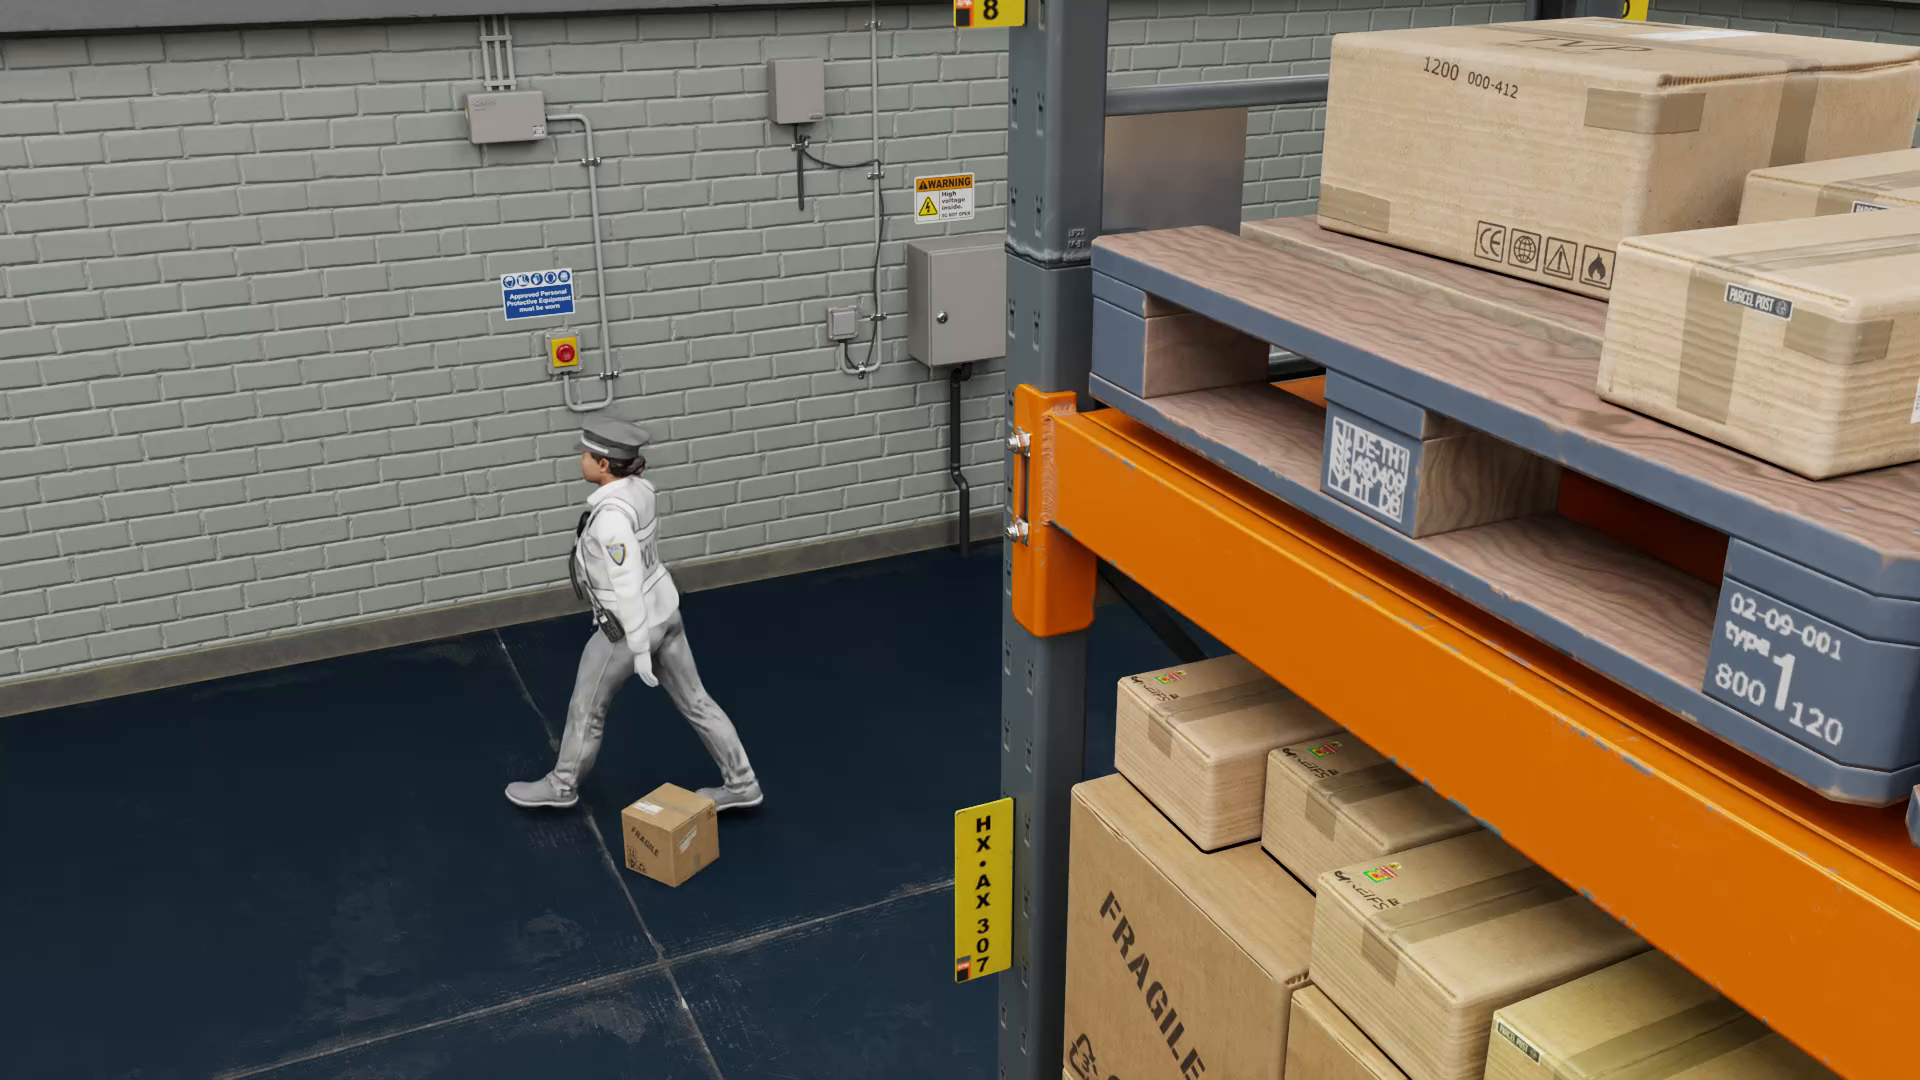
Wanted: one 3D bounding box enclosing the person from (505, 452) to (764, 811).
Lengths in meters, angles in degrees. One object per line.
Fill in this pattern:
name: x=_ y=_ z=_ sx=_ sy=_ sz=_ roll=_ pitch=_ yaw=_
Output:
person: x=-1.280 y=0.305 z=6.344 sx=1.022 sy=1.580 sz=0.483 roll=5 pitch=23 yaw=12
